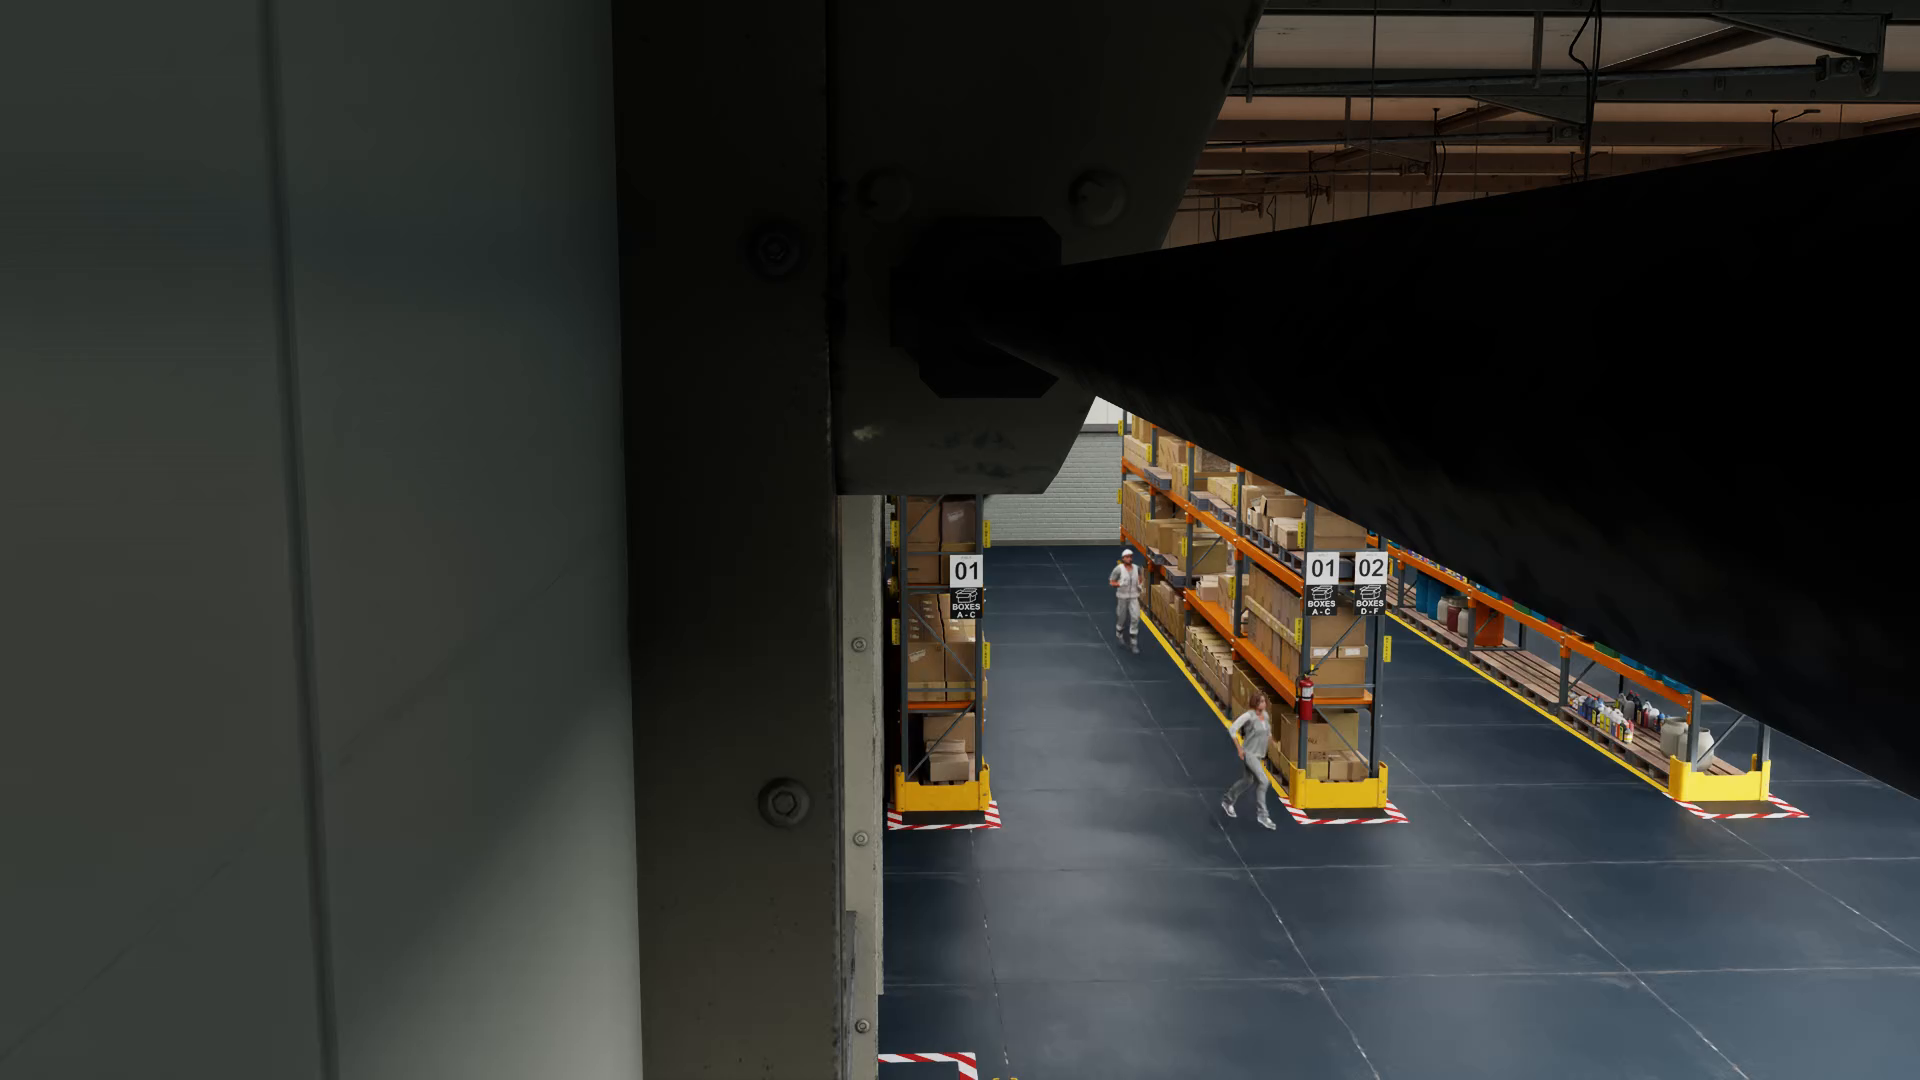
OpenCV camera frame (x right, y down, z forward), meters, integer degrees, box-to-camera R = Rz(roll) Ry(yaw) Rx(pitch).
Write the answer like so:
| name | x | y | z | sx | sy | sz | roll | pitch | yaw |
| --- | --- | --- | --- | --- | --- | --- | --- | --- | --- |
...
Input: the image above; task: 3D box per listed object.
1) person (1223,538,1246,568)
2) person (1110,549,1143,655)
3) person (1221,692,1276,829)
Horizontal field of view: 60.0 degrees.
| name | x | y | z | sx | sy | sz | roll | pitch | yaw |
| --- | --- | --- | --- | --- | --- | --- | --- | --- | --- |
| person | 5.897 | 0.207 | 35.742 | 0.665 | 1.746 | 0.632 | -3 | 9 | -21 |
| person | 2.977 | 1.067 | 29.635 | 0.643 | 1.829 | 0.850 | -1 | 9 | -9 |
| person | 3.527 | 2.595 | 19.954 | 0.802 | 1.584 | 0.525 | 7 | 11 | 41 |
